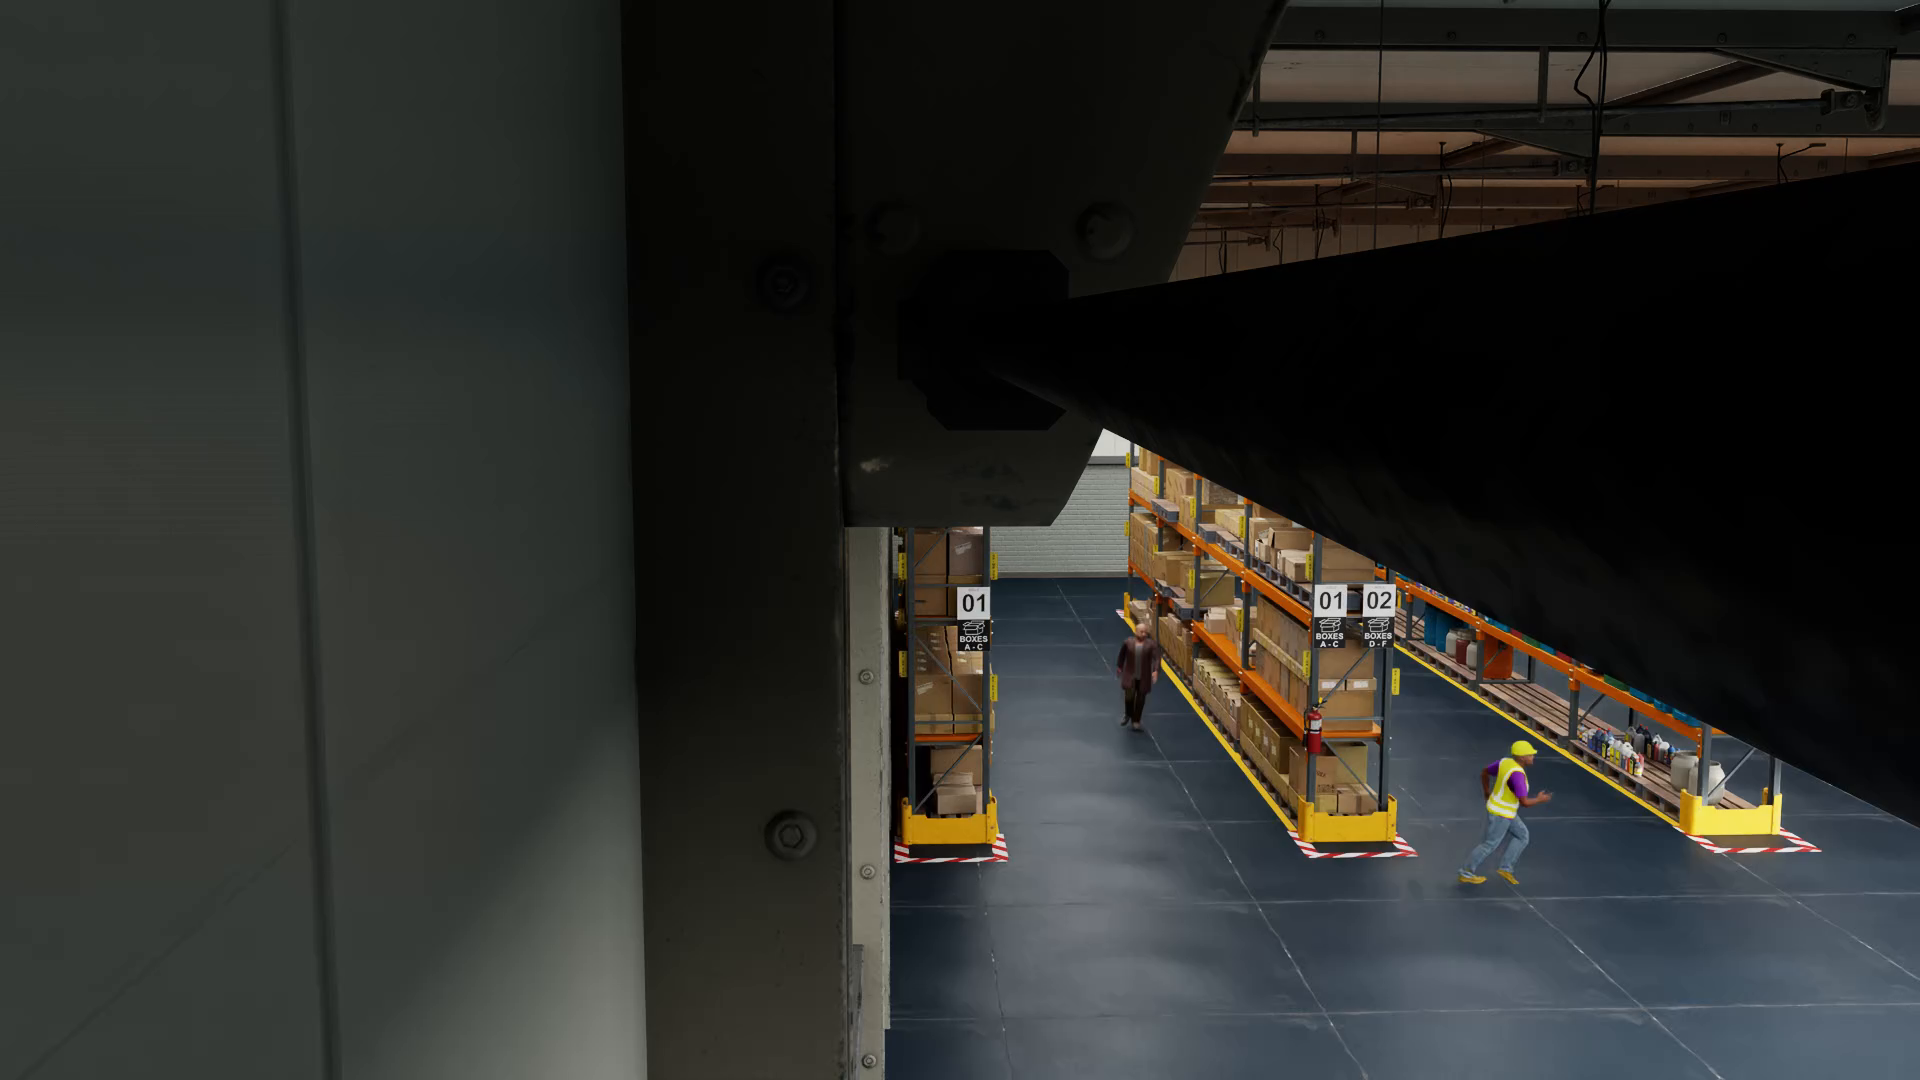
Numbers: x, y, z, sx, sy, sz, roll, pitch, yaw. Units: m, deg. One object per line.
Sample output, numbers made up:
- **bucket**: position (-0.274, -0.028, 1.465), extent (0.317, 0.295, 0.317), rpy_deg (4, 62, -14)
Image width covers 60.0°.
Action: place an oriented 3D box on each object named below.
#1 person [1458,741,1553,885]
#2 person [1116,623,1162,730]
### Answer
- **person**: position (6.153, 3.101, 18.767), extent (0.983, 1.734, 0.715), rpy_deg (2, 7, 12)
- **person**: position (2.793, 2.144, 25.981), extent (0.706, 1.734, 0.821), rpy_deg (1, 7, 5)
